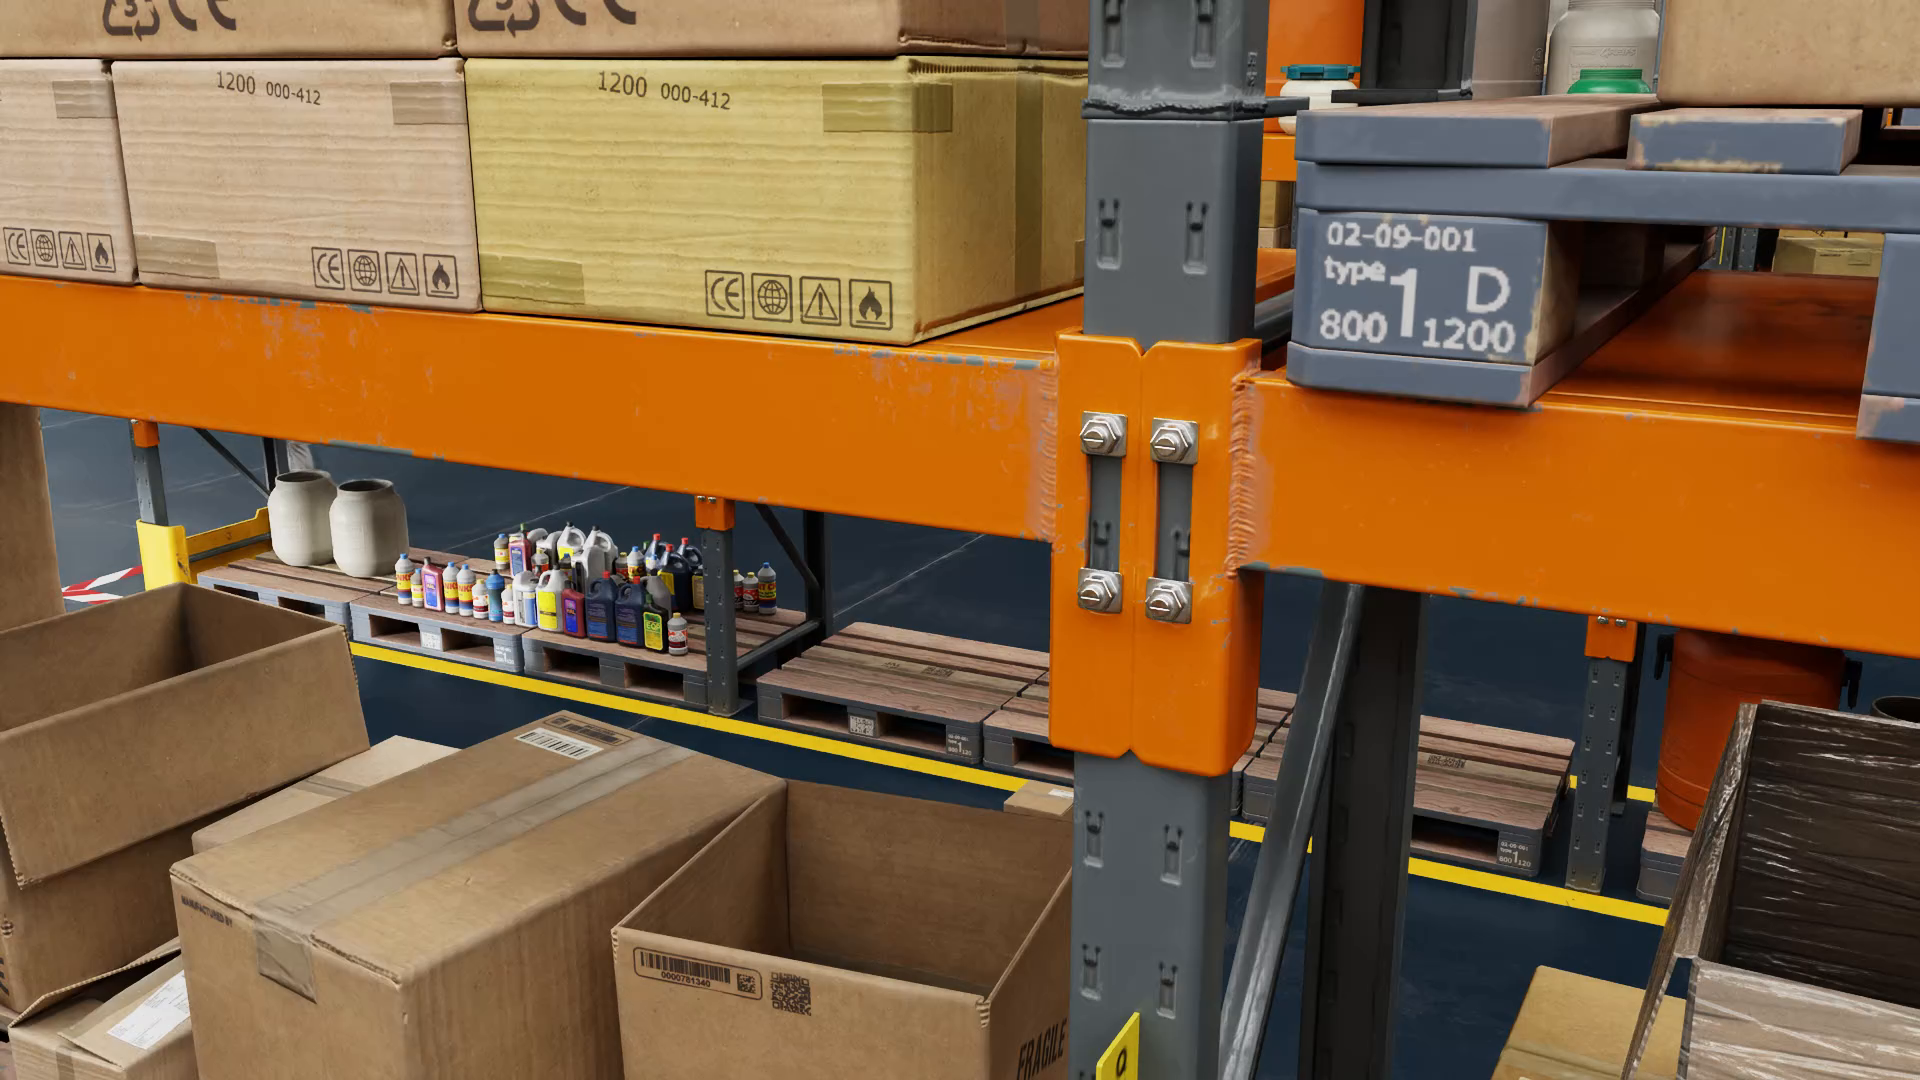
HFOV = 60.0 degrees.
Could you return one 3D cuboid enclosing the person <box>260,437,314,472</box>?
[{"bbox_3d":[-4.747,-0.969,11.632,0.406,1.761,0.506,2,16,8],"label":"person"}]
